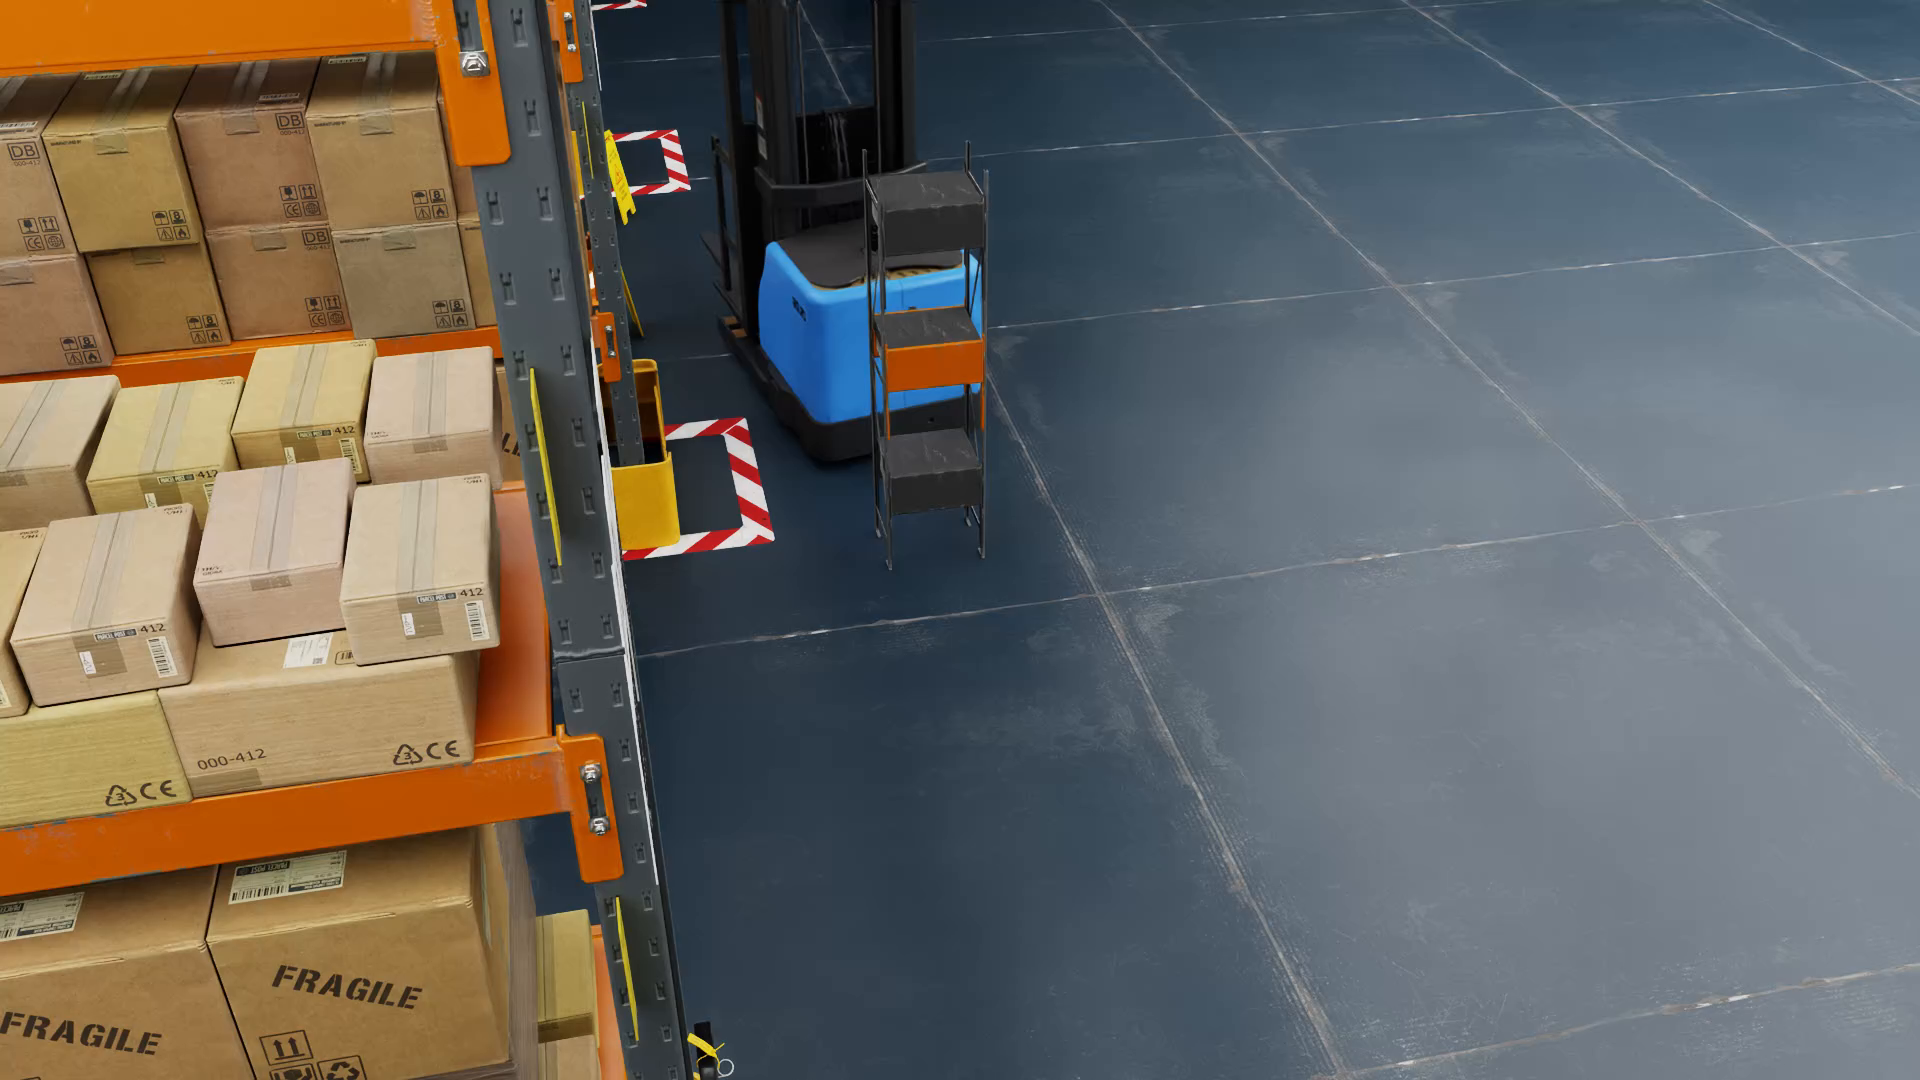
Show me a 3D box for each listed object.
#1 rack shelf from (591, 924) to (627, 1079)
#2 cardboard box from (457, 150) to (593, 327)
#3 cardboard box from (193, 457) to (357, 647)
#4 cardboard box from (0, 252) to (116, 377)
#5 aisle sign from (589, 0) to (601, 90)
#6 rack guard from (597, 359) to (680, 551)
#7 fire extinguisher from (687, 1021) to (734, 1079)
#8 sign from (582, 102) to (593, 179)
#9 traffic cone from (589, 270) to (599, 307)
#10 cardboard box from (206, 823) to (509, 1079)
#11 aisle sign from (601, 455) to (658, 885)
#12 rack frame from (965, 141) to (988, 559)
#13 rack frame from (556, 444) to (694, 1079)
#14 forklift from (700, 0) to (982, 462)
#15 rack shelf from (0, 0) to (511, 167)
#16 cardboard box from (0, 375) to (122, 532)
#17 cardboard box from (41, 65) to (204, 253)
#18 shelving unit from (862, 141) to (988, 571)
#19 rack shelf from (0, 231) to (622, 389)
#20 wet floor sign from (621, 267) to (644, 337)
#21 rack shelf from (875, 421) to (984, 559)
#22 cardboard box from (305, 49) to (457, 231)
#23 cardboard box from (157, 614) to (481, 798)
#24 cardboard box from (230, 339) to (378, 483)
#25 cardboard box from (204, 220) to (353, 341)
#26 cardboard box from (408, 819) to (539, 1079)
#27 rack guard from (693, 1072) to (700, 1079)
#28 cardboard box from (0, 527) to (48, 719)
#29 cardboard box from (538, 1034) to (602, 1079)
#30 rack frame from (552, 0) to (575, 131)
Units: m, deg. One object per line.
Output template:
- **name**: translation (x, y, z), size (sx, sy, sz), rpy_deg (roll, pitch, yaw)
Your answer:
- **rack shelf**: translation (-2.737, 1.736, 4.116), size (4.000, 0.370, 1.077), rpy_deg (-7, 35, -11)
- **cardboard box**: translation (-2.134, -1.508, 8.171), size (0.550, 0.550, 0.875), rpy_deg (-7, 35, -11)
- **cardboard box**: translation (-1.268, 0.015, 3.121), size (0.250, 0.149, 0.380), rpy_deg (-8, 35, -12)
- **cardboard box**: translation (-4.242, -1.221, 7.743), size (0.550, 0.550, 0.875), rpy_deg (-7, 35, -11)
- **aisle sign**: translation (-1.646, -2.442, 7.363), size (0.004, 0.787, 0.394), rpy_deg (-7, 35, -11)
- **rack guard**: translation (-1.758, -0.481, 9.019), size (0.348, 0.500, 1.175), rpy_deg (-7, 35, -11)
- **fire extinguisher**: translation (-0.573, 1.460, 3.951), size (0.183, 0.674, 0.296), rpy_deg (-7, 35, -11)
- **sign**: translation (-1.676, -1.799, 7.487), size (0.005, 0.325, 0.100), rpy_deg (-7, 35, -11)
- **traffic cone**: translation (-2.531, -1.825, 11.055), size (0.334, 0.463, 0.336), rpy_deg (-7, 35, -11)
- **cardboard box**: translation (-1.268, 0.813, 3.592), size (0.500, 0.500, 0.500), rpy_deg (-7, 35, -11)
- **aisle sign**: translation (-0.660, 0.268, 3.326), size (0.004, 0.787, 0.394), rpy_deg (-7, 35, -11)
- **rack frame**: translation (0.077, -0.882, 8.179), size (0.015, 2.100, 0.400), rpy_deg (-7, 35, -11)
- **rack frame**: translation (-0.786, 1.192, 4.282), size (0.127, 3.000, 1.000), rpy_deg (-7, 35, -11)
- **forklift**: translation (-0.899, -2.466, 9.794), size (1.130, 2.935, 3.031), rpy_deg (-13, 36, -19)
- **rack shelf**: translation (-2.737, -0.753, 2.445), size (4.000, 0.370, 1.077), rpy_deg (-7, 35, -11)
- **cardboard box**: translation (-1.881, -0.177, 3.406), size (0.250, 0.149, 0.380), rpy_deg (-6, 34, -9)
- **cardboard box**: translation (-3.733, -1.754, 7.568), size (0.500, 0.550, 0.875), rpy_deg (-7, 35, -11)
- **shelving unit**: translation (-0.161, -0.852, 8.135), size (0.503, 2.100, 0.431), rpy_deg (-7, 35, -11)
- **rack shelf**: translation (-3.733, -0.972, 8.152), size (4.000, 0.370, 1.077), rpy_deg (-7, 35, -11)
- **wet floor sign**: translation (-2.190, -1.618, 10.583), size (0.232, 0.644, 0.267), rpy_deg (-13, 36, -19)
- **rack shelf**: translation (-0.161, -0.259, 8.532), size (0.480, 0.518, 0.431), rpy_deg (-7, 35, -11)
- **cardboard box**: translation (-2.668, -1.885, 7.763), size (0.550, 0.550, 0.875), rpy_deg (-7, 35, -11)
- **cardboard box**: translation (-1.200, 0.206, 3.194), size (0.500, 0.250, 0.500), rpy_deg (-6, 34, -9)
- **cardboard box**: translation (-1.380, -0.270, 3.545), size (0.250, 0.149, 0.380), rpy_deg (-6, 34, -10)
- **cardboard box**: translation (-3.239, -1.428, 8.052), size (0.550, 0.550, 0.875), rpy_deg (-7, 35, -11)
- **cardboard box**: translation (-1.329, 1.079, 4.093), size (0.500, 0.500, 0.875), rpy_deg (-7, 35, -11)
- **rack guard**: translation (-0.860, 2.239, 4.965), size (0.348, 0.500, 1.175), rpy_deg (-7, 35, -11)
- **cardboard box**: translation (-1.750, 0.152, 2.917), size (0.250, 0.149, 0.380), rpy_deg (-7, 34, -10)
- **cardboard box**: translation (-1.019, 1.443, 4.133), size (0.250, 0.149, 0.380), rpy_deg (-7, 35, -11)
- **rack frame**: translation (-2.972, -4.194, 12.308), size (0.127, 3.000, 1.000), rpy_deg (-7, 35, -11)
